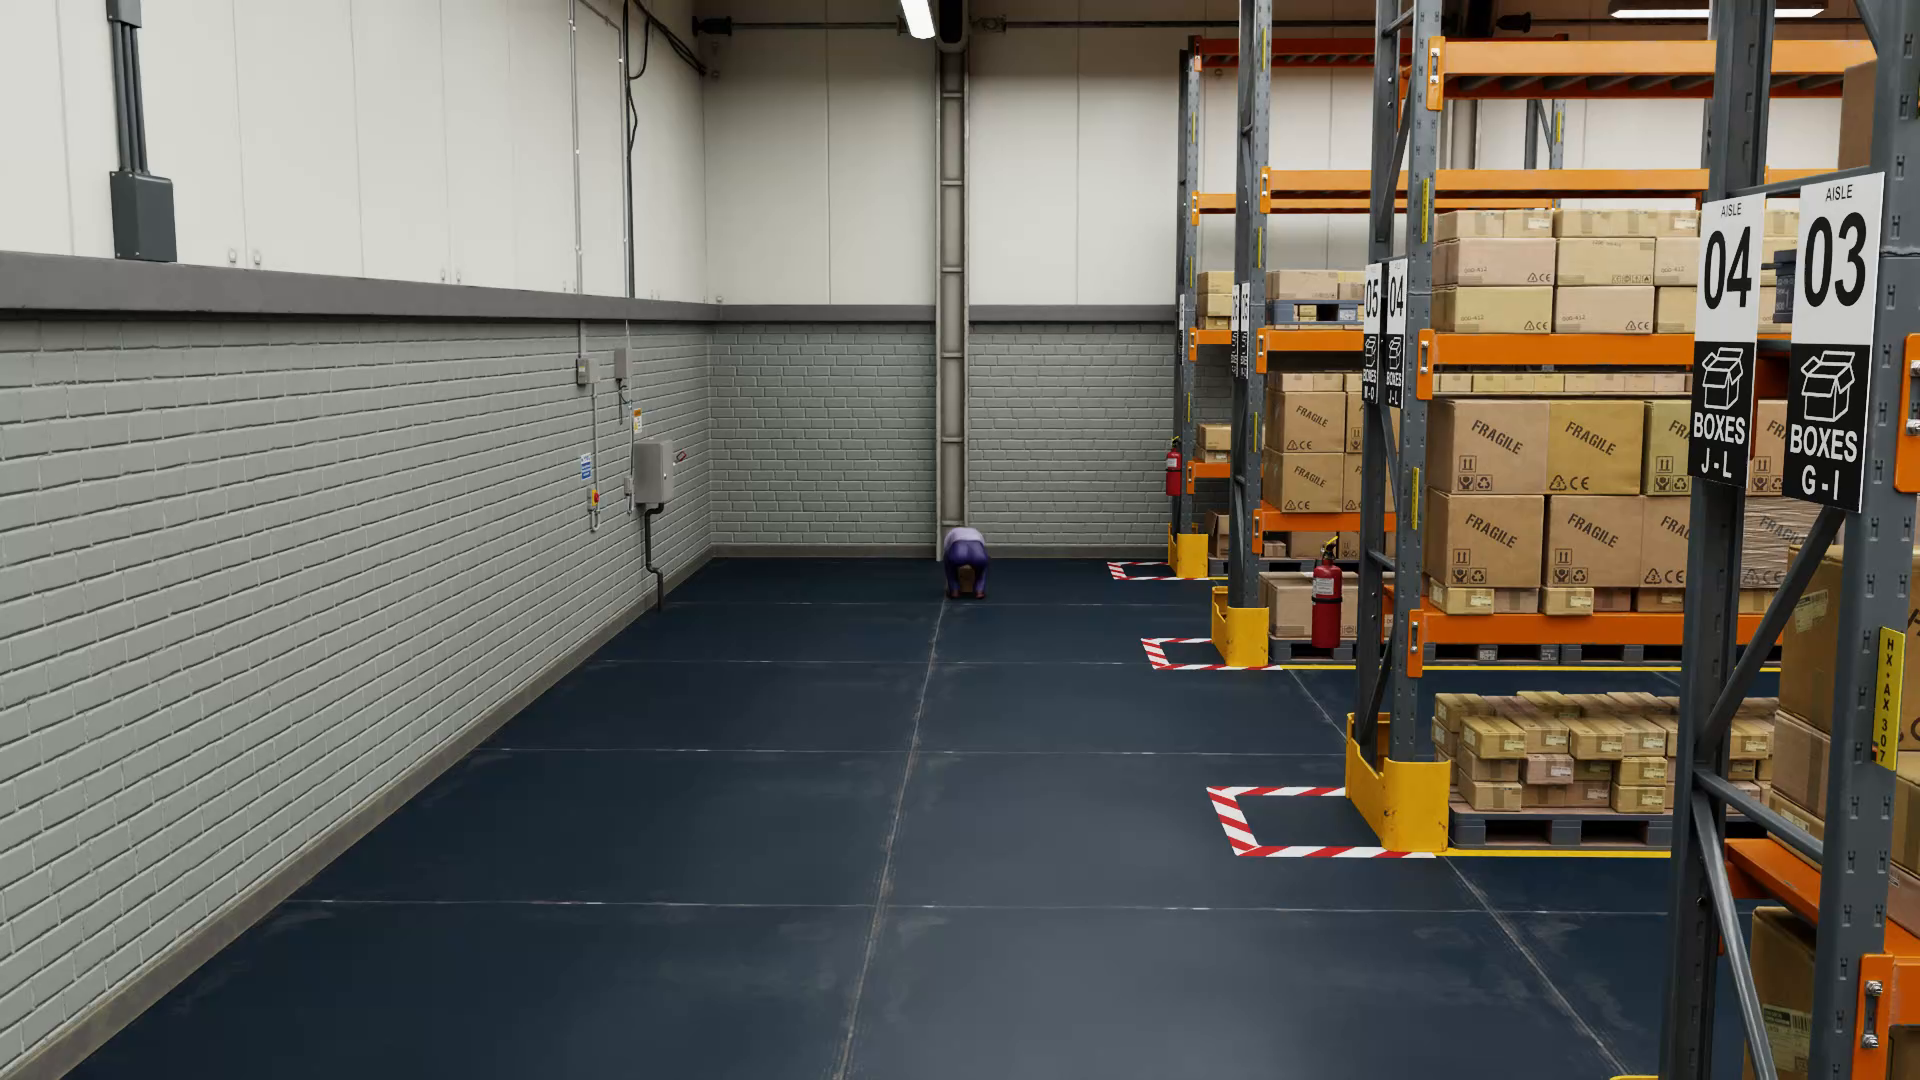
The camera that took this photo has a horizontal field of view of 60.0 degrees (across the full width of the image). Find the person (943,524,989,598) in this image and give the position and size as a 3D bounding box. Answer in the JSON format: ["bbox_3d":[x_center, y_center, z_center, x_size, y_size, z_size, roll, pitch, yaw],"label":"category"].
[{"bbox_3d":[0.067,0.234,17.678,0.495,0.746,0.888,0,7,0],"label":"person"}]
